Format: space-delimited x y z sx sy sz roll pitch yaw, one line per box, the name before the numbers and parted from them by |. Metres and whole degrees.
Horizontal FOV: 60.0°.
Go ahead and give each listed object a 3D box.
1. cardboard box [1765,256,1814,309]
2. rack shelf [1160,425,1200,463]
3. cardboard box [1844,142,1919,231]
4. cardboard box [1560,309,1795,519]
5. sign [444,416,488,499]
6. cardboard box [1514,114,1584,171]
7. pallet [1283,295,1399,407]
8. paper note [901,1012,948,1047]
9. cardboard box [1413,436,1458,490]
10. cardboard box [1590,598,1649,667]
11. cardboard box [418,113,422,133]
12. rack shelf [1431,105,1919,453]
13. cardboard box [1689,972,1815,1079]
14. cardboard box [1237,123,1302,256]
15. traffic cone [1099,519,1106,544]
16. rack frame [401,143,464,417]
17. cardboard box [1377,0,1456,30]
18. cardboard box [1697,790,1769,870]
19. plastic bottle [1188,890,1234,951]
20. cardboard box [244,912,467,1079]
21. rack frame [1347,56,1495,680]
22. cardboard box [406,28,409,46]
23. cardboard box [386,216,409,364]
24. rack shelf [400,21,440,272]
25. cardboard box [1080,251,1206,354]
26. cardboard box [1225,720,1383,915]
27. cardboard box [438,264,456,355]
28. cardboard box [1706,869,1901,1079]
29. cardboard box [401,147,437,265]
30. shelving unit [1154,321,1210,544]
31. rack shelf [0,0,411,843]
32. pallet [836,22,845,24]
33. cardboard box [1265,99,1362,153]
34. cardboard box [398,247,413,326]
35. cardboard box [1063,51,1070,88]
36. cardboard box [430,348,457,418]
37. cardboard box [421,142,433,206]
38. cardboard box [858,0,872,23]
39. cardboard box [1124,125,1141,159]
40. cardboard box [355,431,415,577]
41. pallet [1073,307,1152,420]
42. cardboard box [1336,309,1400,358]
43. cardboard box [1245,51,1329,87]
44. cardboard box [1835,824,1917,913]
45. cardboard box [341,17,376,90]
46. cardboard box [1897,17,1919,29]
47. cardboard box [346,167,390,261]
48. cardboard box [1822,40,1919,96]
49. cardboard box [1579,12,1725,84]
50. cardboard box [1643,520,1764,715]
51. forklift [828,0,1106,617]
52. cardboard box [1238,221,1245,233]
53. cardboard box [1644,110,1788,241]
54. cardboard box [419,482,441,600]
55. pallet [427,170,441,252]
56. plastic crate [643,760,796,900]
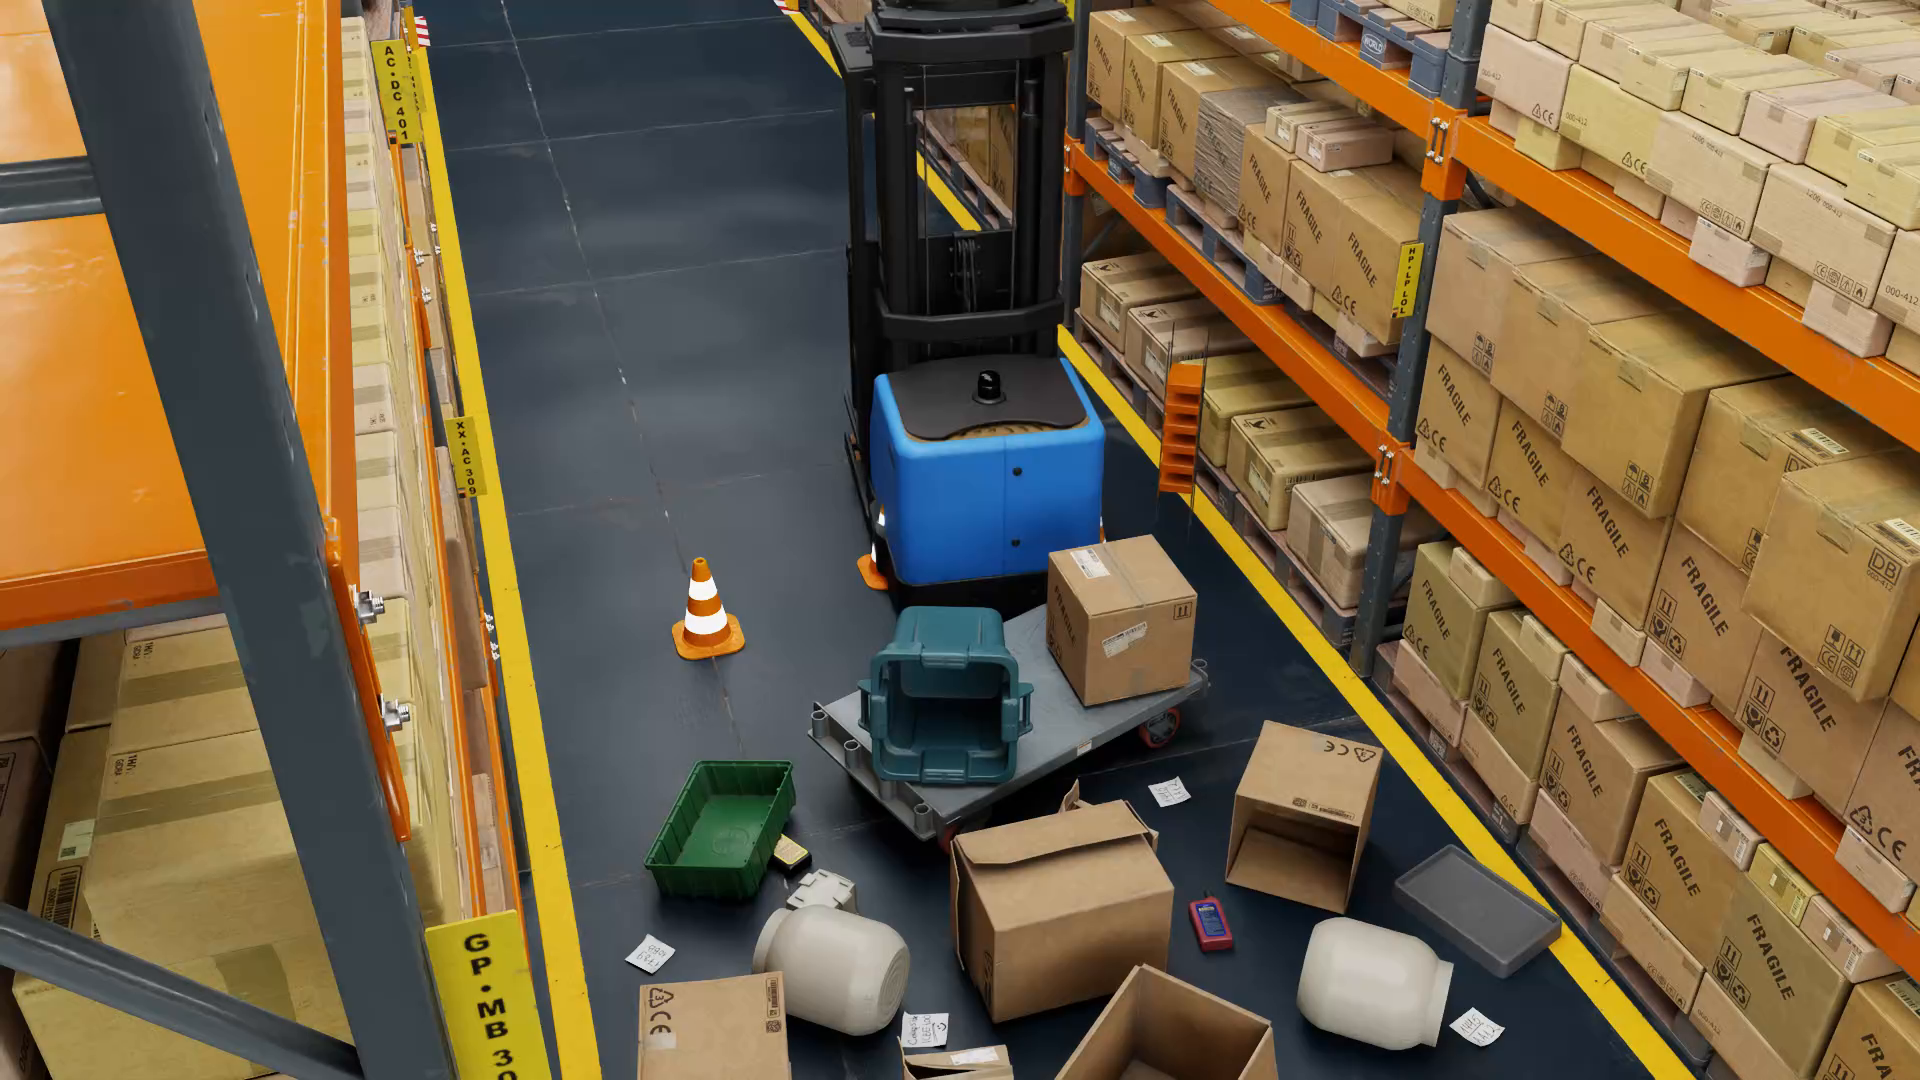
cardboard box | 2.725 -0.822 5.099 0.380 0.149 0.250 -10 35 -14
rack shelf | 1.173 -0.519 8.848 0.180 0.103 0.258 7 34 10
cardboard box | 2.729 -0.998 4.642 0.380 0.149 0.250 -9 35 -14
cardboard box | 2.583 -0.467 5.787 0.700 0.500 0.500 -11 35 -16
sign | -1.762 -0.294 5.937 0.100 0.325 0.005 -10 35 -15
cardboard box | 2.279 -1.486 6.104 0.380 0.149 0.250 -10 35 -15
pallet | 2.298 -1.037 8.092 1.003 0.211 1.213 -10 35 -15
paper note | -0.133 1.841 6.262 0.172 0.023 0.155 1 33 2
cardboard box | 2.184 -0.367 7.132 0.380 0.149 0.250 -10 35 -15
cardboard box | 2.565 0.306 6.113 0.380 0.149 0.250 -10 35 -15
cardboard box | -4.536 -3.360 13.369 0.380 0.149 0.250 -8 34 -13
rack shelf | 3.003 -0.593 5.177 1.077 0.370 4.000 -10 35 -15
cardboard box | 2.960 1.728 5.846 0.500 0.250 0.500 -10 35 -15
cardboard box | 1.729 -1.768 8.283 0.500 0.500 0.500 -9 34 -13
traffic cone | 0.681 -0.048 8.723 0.336 0.463 0.334 -10 35 -15
rack frame | -3.510 -1.906 9.233 1.000 3.000 0.127 -10 35 -15
cardboard box | 2.077 -2.338 6.921 0.500 0.250 0.500 -11 35 -16
cardboard box | 2.792 0.968 5.728 0.380 0.149 0.250 -9 34 -13
plastic bottle | 1.001 1.528 6.702 0.133 0.061 0.283 -4 34 -6
cardboard box | -0.869 0.697 2.329 0.380 0.149 0.250 -10 35 -14
rack frame | 2.393 -0.691 7.395 1.000 3.000 0.127 -10 35 -15
cardboard box | -5.417 -4.733 15.716 0.380 0.149 0.250 -9 35 -13
cardboard box | -1.591 -0.592 3.918 0.500 0.250 0.500 -10 35 -15
rack shelf | -4.121 -2.656 11.020 1.077 0.370 4.000 -10 35 -15
cardboard box | 1.336 -1.572 10.730 0.950 0.372 0.625 -12 35 -18
cardboard box | 1.424 1.142 6.886 0.500 0.500 0.500 13 36 18
cardboard box | -3.483 -1.452 10.433 0.500 0.500 0.500 -11 35 -17
cardboard box | 2.958 1.418 5.636 0.500 0.500 0.500 -9 34 -13
cardboard box | -3.117 -1.756 8.916 0.500 0.500 0.500 -10 35 -15
shelving unit | 1.173 -0.556 8.823 0.189 1.200 0.258 7 34 10
rack shelf | -1.680 -0.792 3.120 1.077 0.370 4.000 -10 35 -15
pallet | -0.581 -4.782 16.115 1.003 0.211 1.213 -10 35 -15
cardboard box | 1.708 -2.007 8.056 0.380 0.149 0.250 -11 35 -17
cardboard box | -1.640 -0.630 4.337 0.380 0.149 0.250 -10 35 -15
cardboard box | 0.783 -3.149 10.797 0.500 0.250 0.500 -10 35 -15
cardboard box | -2.349 -0.434 6.914 0.500 0.500 0.500 -10 35 -14
cardboard box | -4.265 -2.792 12.460 0.500 0.500 0.500 -11 35 -16
cardboard box | -0.410 -4.815 15.579 0.875 0.438 0.875 -11 35 -16
cardboard box | 1.189 -2.354 9.758 0.380 0.149 0.250 -12 35 -18
cardboard box | -1.099 -0.030 2.705 0.380 0.149 0.250 -10 35 -14
pallet | 1.410 -1.217 10.720 1.003 0.211 1.213 -10 35 -15
cardboard box | 1.973 -0.985 7.687 0.380 0.149 0.250 -10 35 -14
cardboard box | 1.899 -2.406 9.248 0.500 0.500 0.500 -12 35 -18
cardboard box | 2.947 0.971 5.108 0.380 0.149 0.250 -9 35 -14
cardboard box | -1.875 -1.364 4.724 0.380 0.149 0.250 -10 35 -15
cardboard box | 6.098 -3.191 10.499 0.380 0.149 0.250 -10 35 -14
cardboard box | -1.491 -0.701 3.721 0.380 0.149 0.250 -10 35 -15
cardboard box | 3.030 -1.497 5.397 0.380 0.149 0.250 -11 35 -16
cardboard box | 2.357 -1.679 5.673 0.380 0.149 0.250 -11 35 -16
cardboard box | 2.751 0.208 5.673 0.500 0.500 0.500 -10 35 -14
forklift | -0.064 -1.603 8.837 1.130 2.935 3.031 -6 34 -9
cardboard box | 1.693 -1.679 8.737 0.380 0.149 0.250 -11 35 -16
cardboard box | 2.573 -1.193 5.299 0.500 0.250 0.500 -10 35 -14
cardboard box | -1.254 0.034 3.332 0.380 0.149 0.250 -10 35 -15
pallet | -4.492 -2.434 12.562 1.003 0.211 1.213 -10 35 -15
plastic crate | -0.990 1.214 7.009 0.450 0.188 0.662 -2 32 16
